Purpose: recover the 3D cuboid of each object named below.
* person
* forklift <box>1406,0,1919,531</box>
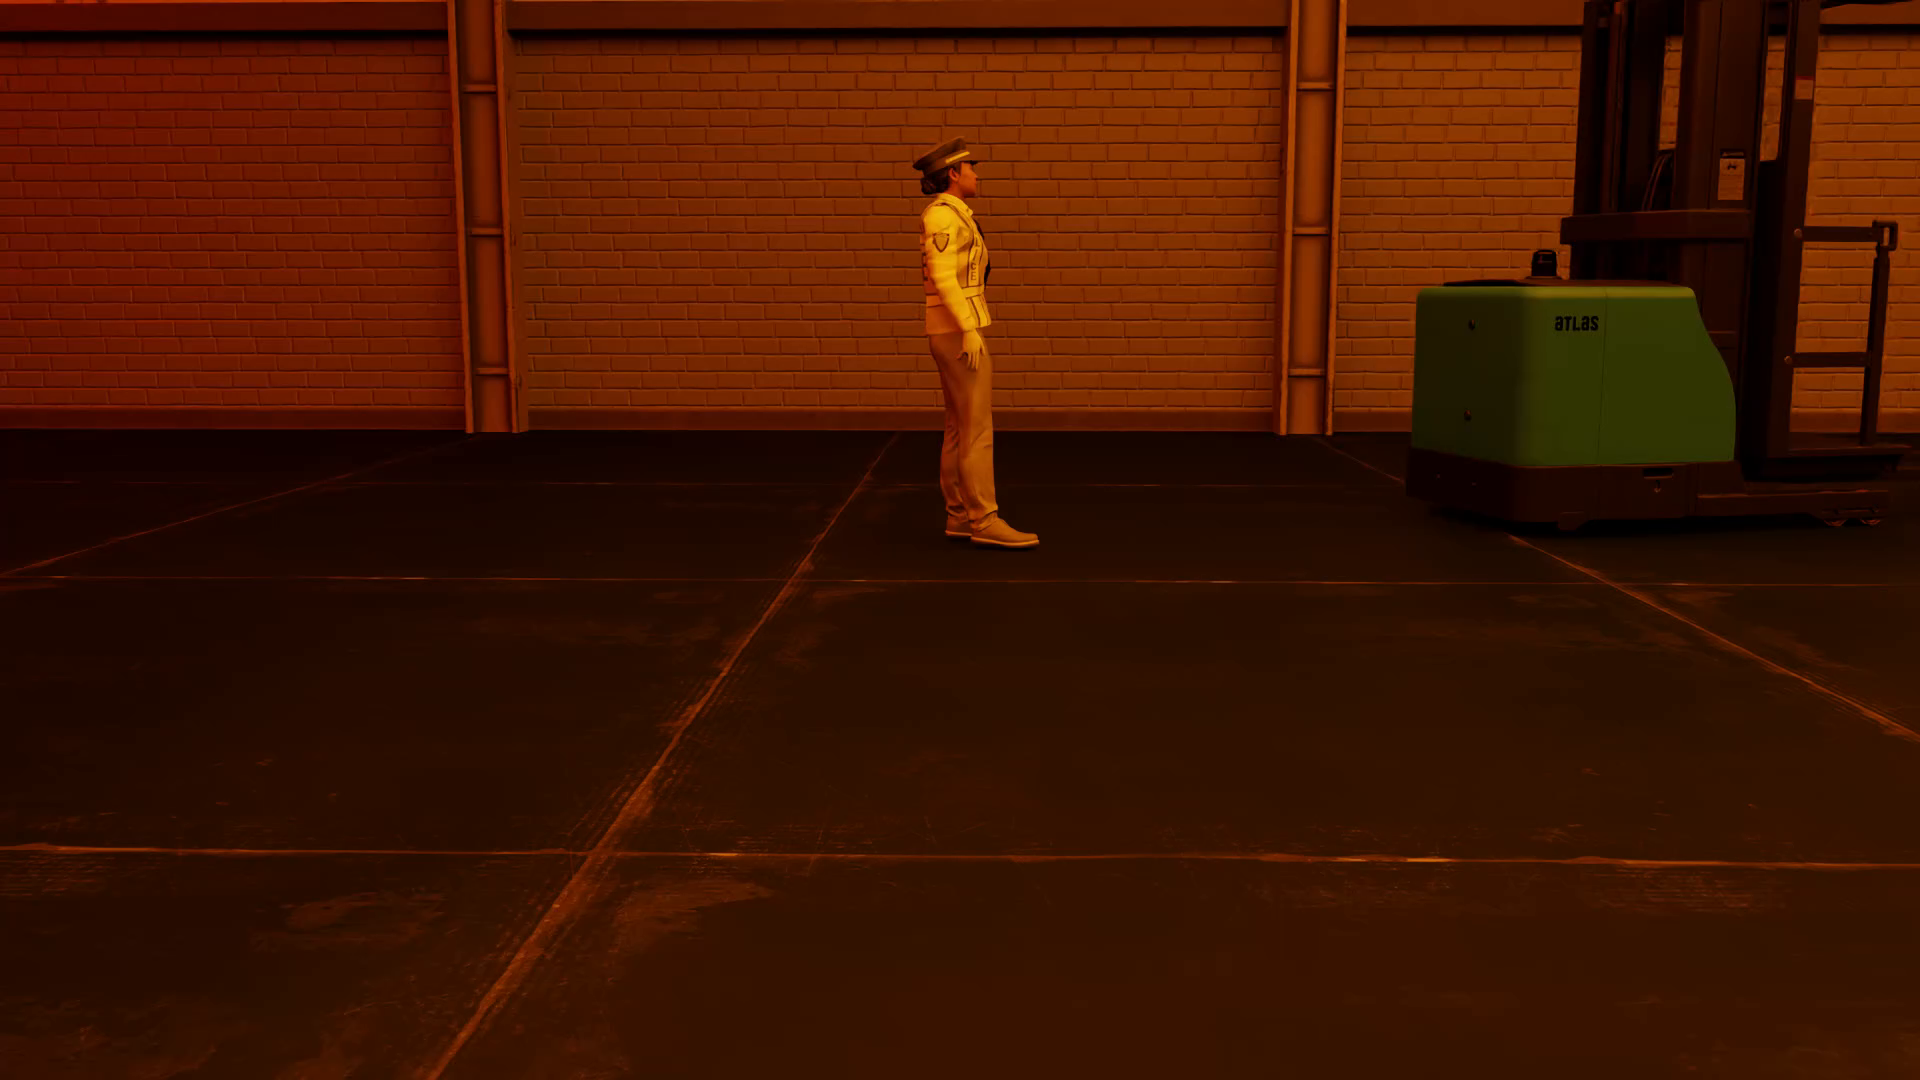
[{"bbox_3d":[0.067,-0.844,6.990,0.533,1.696,0.588,0,9,1],"label":"person"},{"bbox_3d":[3.733,-1.582,7.780,3.031,2.935,1.130,-2,9,-14],"label":"forklift"}]
